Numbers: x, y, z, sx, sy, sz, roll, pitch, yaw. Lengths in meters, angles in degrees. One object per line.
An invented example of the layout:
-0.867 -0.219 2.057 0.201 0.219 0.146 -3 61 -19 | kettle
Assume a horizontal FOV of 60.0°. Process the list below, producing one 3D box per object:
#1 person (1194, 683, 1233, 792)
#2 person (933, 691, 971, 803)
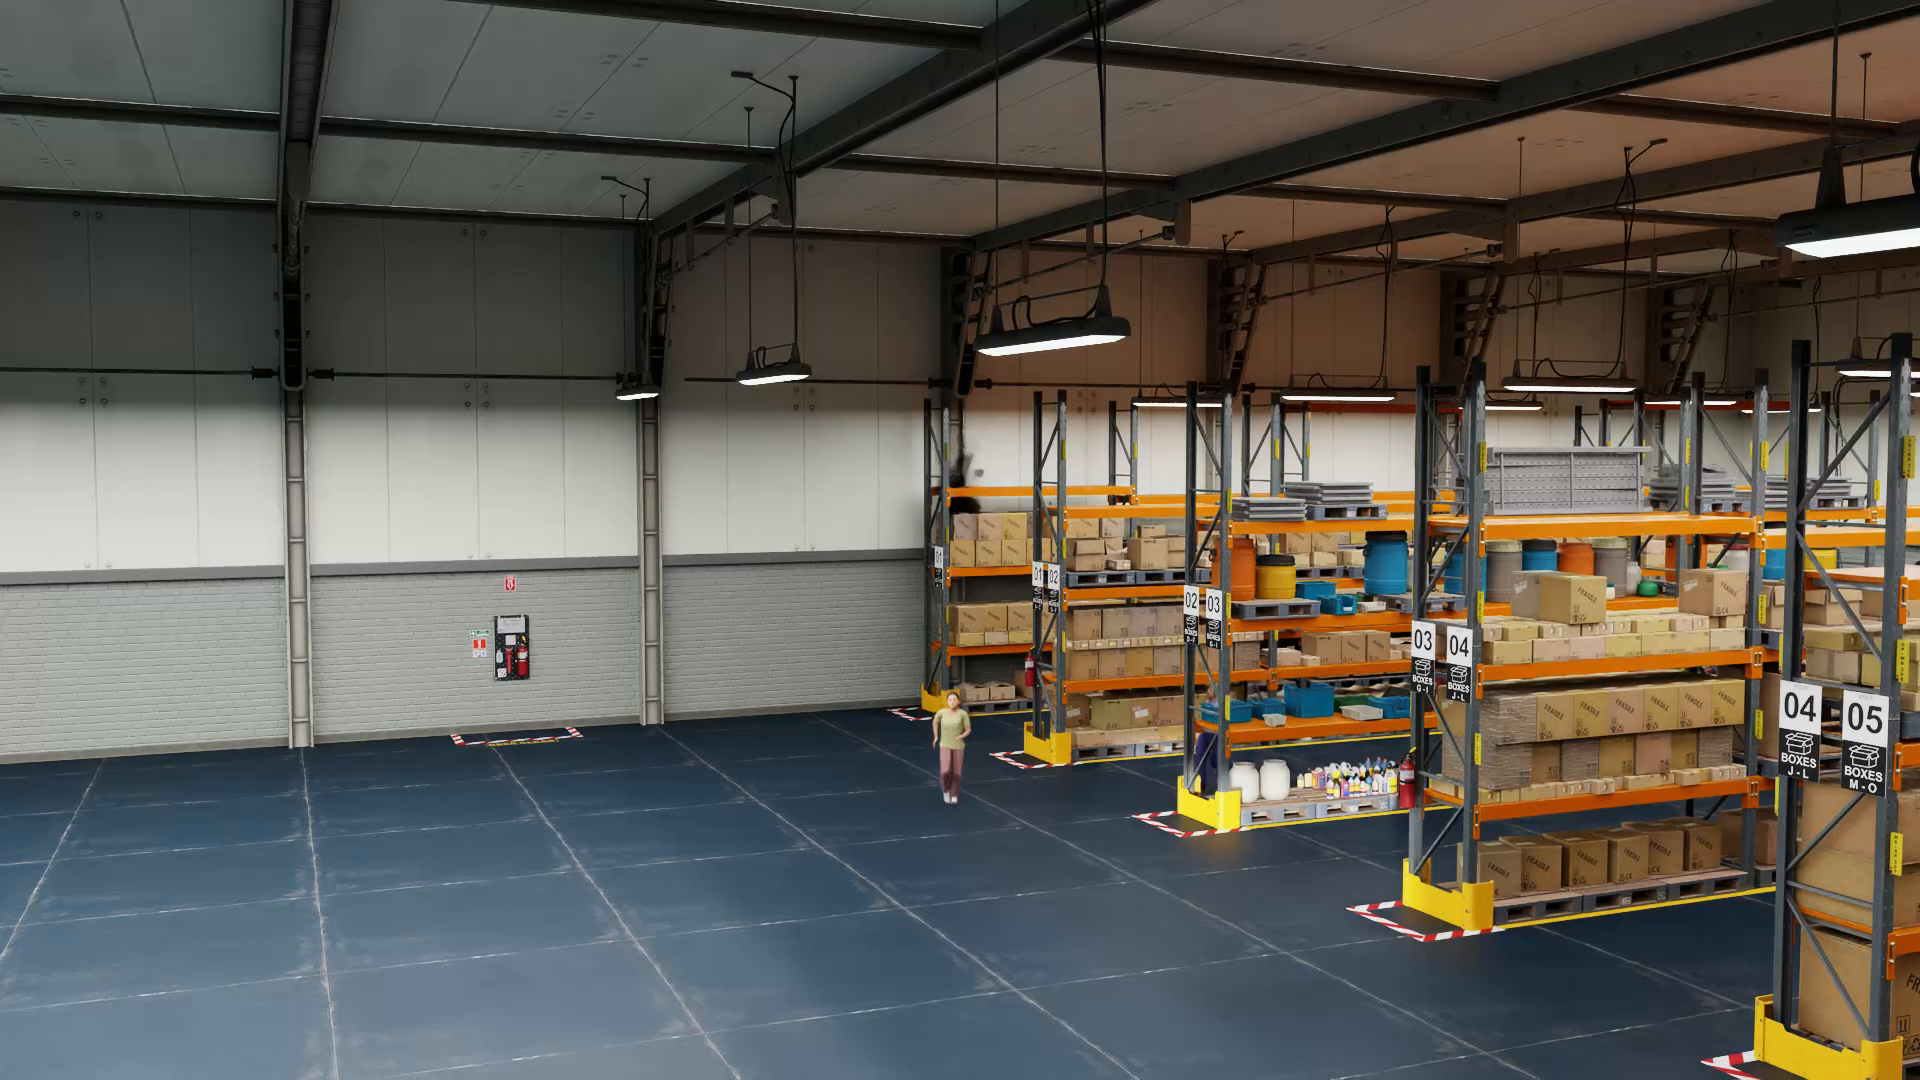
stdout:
3.735 2.912 24.531 0.823 1.613 0.620 -2 4 -30 | person
-0.118 2.947 23.545 0.553 1.626 0.688 0 3 2 | person
